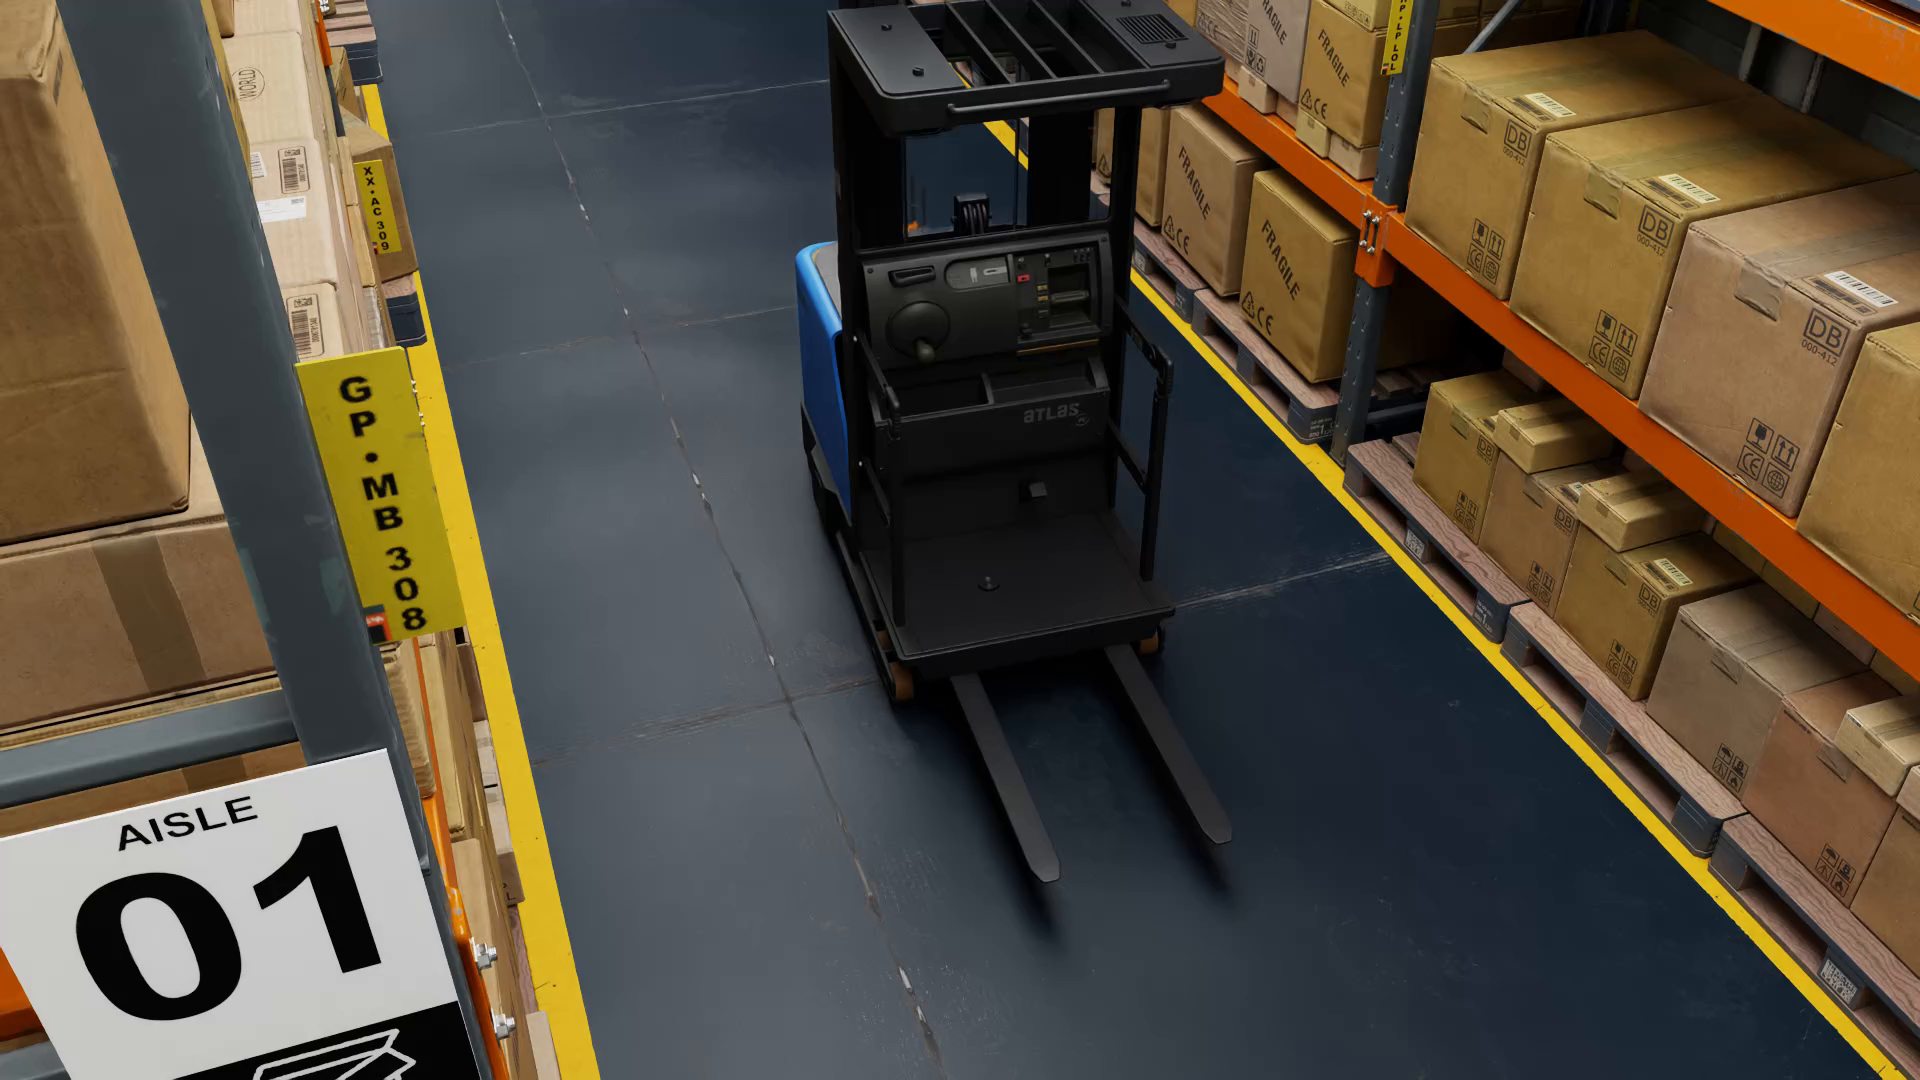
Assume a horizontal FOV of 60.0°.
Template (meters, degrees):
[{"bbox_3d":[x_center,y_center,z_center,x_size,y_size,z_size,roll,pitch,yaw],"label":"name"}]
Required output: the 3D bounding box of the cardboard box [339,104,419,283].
[{"bbox_3d":[-2.387,-1.156,5.859,0.700,0.500,0.500,-26,44,-31],"label":"cardboard box"}]

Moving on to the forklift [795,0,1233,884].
[{"bbox_3d":[0.172,-0.810,5.889,1.130,2.935,3.031,-10,38,-13],"label":"forklift"}]

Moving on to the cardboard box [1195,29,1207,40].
[{"bbox_3d":[1.357,-2.581,8.375,0.380,0.149,0.250,-11,38,-15],"label":"cardboard box"}]

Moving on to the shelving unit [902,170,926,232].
[{"bbox_3d":[-0.284,-1.087,7.685,0.258,1.200,0.189,-10,33,-13],"label":"shelving unit"}]

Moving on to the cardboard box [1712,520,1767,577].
[{"bbox_3d":[2.963,-0.035,5.993,0.380,0.149,0.250,-13,39,-17],"label":"cardboard box"}]

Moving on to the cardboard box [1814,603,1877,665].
[{"bbox_3d":[3.139,0.253,5.610,0.380,0.149,0.250,-12,39,-15],"label":"cardboard box"}]

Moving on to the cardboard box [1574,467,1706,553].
[{"bbox_3d":[2.503,-0.120,6.106,0.380,0.149,0.250,-14,39,-17],"label":"cardboard box"}]

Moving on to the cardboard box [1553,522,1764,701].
[{"bbox_3d":[2.721,0.188,6.236,0.700,0.500,0.500,-12,39,-15],"label":"cardboard box"}]

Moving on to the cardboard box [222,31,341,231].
[{"bbox_3d":[-1.334,-0.621,2.798,0.500,0.250,0.500,-12,39,-16],"label":"cardboard box"}]

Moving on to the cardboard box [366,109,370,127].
[{"bbox_3d":[-3.889,-2.603,10.150,0.500,0.250,0.500,-13,39,-17],"label":"cardboard box"}]

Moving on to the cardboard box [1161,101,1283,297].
[{"bbox_3d":[1.561,-1.813,8.601,0.750,0.750,0.750,-11,38,-15],"label":"cardboard box"}]

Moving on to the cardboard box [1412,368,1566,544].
[{"bbox_3d":[2.376,-0.387,7.000,0.700,0.500,0.500,-12,39,-15],"label":"cardboard box"}]

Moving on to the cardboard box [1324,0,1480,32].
[{"bbox_3d":[1.815,-2.339,6.892,0.500,0.250,0.500,-12,38,-15],"label":"cardboard box"}]

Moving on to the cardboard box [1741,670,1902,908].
[{"bbox_3d":[3.085,0.771,5.461,0.700,0.500,0.500,-13,39,-16],"label":"cardboard box"}]

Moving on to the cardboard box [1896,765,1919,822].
[{"bbox_3d":[3.042,0.760,4.937,0.380,0.149,0.250,-13,39,-16],"label":"cardboard box"}]

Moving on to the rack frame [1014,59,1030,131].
[{"bbox_3d":[0.839,-3.921,9.963,1.000,3.000,0.127,-12,39,-16],"label":"rack frame"}]

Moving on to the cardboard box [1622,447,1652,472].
[{"bbox_3d":[2.788,-0.323,6.376,0.380,0.149,0.250,-14,39,-17],"label":"cardboard box"}]

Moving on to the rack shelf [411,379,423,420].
[{"bbox_3d":[-3.123,-1.476,7.315,1.077,0.370,4.000,-12,39,-16],"label":"rack shelf"}]

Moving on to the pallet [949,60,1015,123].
[{"bbox_3d":[0.571,-3.249,11.388,1.003,0.211,1.213,-12,39,-16],"label":"pallet"}]

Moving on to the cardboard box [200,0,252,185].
[{"bbox_3d":[-1.343,-0.599,2.144,0.700,0.500,0.500,-12,39,-16],"label":"cardboard box"}]

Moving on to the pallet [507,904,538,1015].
[{"bbox_3d":[-1.775,1.558,5.006,1.003,0.211,1.213,-12,39,-16],"label":"pallet"}]

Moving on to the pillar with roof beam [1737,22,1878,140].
[{"bbox_3d":[-0.774,-2.950,3.687,9.100,9.000,0.400,-12,39,-16],"label":"pillar with roof beam"}]

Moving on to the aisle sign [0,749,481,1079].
[{"bbox_3d":[-0.759,0.565,1.846,0.394,0.787,0.004,-12,39,-16],"label":"aisle sign"}]

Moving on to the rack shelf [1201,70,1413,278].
[{"bbox_3d":[1.527,-2.504,8.679,1.077,0.370,4.000,-12,39,-16],"label":"rack shelf"}]

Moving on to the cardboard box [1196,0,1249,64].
[{"bbox_3d":[1.470,-2.609,7.873,0.500,0.500,0.500,-12,39,-16],"label":"cardboard box"}]

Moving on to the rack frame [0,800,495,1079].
[{"bbox_3d":[-1.058,1.626,2.599,1.000,3.000,0.127,-12,39,-16],"label":"rack frame"}]

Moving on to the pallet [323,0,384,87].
[{"bbox_3d":[-3.512,-2.449,8.167,1.213,0.211,1.003,-12,39,-16],"label":"pallet"}]

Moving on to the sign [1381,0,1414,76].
[{"bbox_3d":[1.709,-1.975,6.482,0.100,0.325,0.005,-12,39,-16],"label":"sign"}]

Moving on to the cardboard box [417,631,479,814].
[{"bbox_3d":[-1.318,0.304,3.440,0.500,0.500,0.500,-12,39,-15],"label":"cardboard box"}]

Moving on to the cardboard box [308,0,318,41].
[{"bbox_3d":[-1.855,-1.268,4.072,0.500,0.250,0.500,-12,39,-16],"label":"cardboard box"}]

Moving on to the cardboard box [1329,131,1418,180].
[{"bbox_3d":[1.833,-1.702,7.208,0.380,0.149,0.250,-12,39,-16],"label":"cardboard box"}]

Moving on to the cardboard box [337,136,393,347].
[{"bbox_3d":[-2.017,-0.841,4.960,0.500,0.500,0.500,-12,39,-16],"label":"cardboard box"}]

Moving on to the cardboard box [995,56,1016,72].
[{"bbox_3d":[0.542,-3.495,11.108,0.700,0.500,0.500,-12,39,-15],"label":"cardboard box"}]

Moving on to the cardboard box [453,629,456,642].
[{"bbox_3d":[-1.664,0.136,4.493,0.500,0.500,0.500,-12,39,-15],"label":"cardboard box"}]

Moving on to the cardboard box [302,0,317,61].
[{"bbox_3d":[-1.673,-1.187,3.549,0.500,0.250,0.500,-12,39,-16],"label":"cardboard box"}]

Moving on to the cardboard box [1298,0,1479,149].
[{"bbox_3d":[1.820,-2.037,7.114,0.500,0.500,0.500,-13,39,-17],"label":"cardboard box"}]

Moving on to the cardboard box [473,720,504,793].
[{"bbox_3d":[-1.787,0.792,5.710,0.380,0.149,0.250,-12,39,-16],"label":"cardboard box"}]

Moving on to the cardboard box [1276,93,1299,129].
[{"bbox_3d":[1.677,-1.995,7.598,0.380,0.149,0.250,-11,38,-15],"label":"cardboard box"}]

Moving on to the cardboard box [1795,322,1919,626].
[{"bbox_3d":[3.146,-0.217,4.795,0.980,0.700,0.700,-13,39,-16],"label":"cardboard box"}]

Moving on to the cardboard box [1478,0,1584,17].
[{"bbox_3d":[2.302,-2.442,7.028,0.500,0.250,0.500,-11,38,-15],"label":"cardboard box"}]

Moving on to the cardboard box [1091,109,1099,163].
[{"bbox_3d":[0.969,-2.788,9.896,0.750,0.750,0.750,-13,39,-17],"label":"cardboard box"}]

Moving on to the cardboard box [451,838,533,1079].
[{"bbox_3d":[-0.963,0.881,2.673,0.500,0.500,0.500,-11,38,-15],"label":"cardboard box"}]

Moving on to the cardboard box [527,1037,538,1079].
[{"bbox_3d":[-0.963,1.280,2.974,0.500,0.500,0.500,-12,39,-15],"label":"cardboard box"}]

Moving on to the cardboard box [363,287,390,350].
[{"bbox_3d":[-1.665,-0.268,4.198,0.500,0.500,0.500,-12,39,-16],"label":"cardboard box"}]

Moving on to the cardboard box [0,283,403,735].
[{"bbox_3d":[-0.990,-0.056,2.048,0.500,0.250,0.500,-12,39,-16],"label":"cardboard box"}]

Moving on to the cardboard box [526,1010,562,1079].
[{"bbox_3d":[-1.323,1.617,4.529,0.500,0.250,0.500,-12,39,-16],"label":"cardboard box"}]

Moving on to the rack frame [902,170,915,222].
[{"bbox_3d":[-0.311,-1.133,7.760,0.240,1.200,0.006,-10,33,-13],"label":"rack frame"}]

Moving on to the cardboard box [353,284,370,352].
[{"bbox_3d":[-1.156,-0.141,2.575,0.500,0.250,0.500,-12,39,-16],"label":"cardboard box"}]

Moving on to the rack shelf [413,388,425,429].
[{"bbox_3d":[-1.746,0.783,4.315,1.077,0.370,4.000,-12,39,-16],"label":"rack shelf"}]

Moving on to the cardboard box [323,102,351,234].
[{"bbox_3d":[-1.508,-0.704,3.323,0.500,0.250,0.500,-12,39,-16],"label":"cardboard box"}]

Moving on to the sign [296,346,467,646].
[{"bbox_3d":[-0.549,-0.034,1.582,0.100,0.325,0.005,-12,39,-16],"label":"sign"}]

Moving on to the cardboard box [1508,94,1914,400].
[{"bbox_3d":[2.633,-1.058,5.912,0.980,0.700,0.700,-13,39,-17],"label":"cardboard box"}]

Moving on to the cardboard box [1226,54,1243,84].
[{"bbox_3d":[1.510,-2.284,7.981,0.380,0.149,0.250,-12,39,-16],"label":"cardboard box"}]

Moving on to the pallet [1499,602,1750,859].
[{"bbox_3d":[2.827,0.588,6.294,1.003,0.211,1.213,-12,39,-16],"label":"pallet"}]

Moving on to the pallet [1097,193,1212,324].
[{"bbox_3d":[1.456,-1.658,9.276,1.003,0.211,1.213,-12,39,-16],"label":"pallet"}]

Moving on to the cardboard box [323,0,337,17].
[{"bbox_3d":[-3.488,-2.769,8.001,0.700,0.500,0.500,-26,44,-31],"label":"cardboard box"}]

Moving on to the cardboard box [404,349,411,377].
[{"bbox_3d":[-2.904,-1.004,7.801,0.500,0.500,0.500,-14,39,-18],"label":"cardboard box"}]

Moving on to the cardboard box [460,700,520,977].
[{"bbox_3d":[-1.316,0.706,3.736,0.500,0.500,0.500,-13,39,-16],"label":"cardboard box"}]
